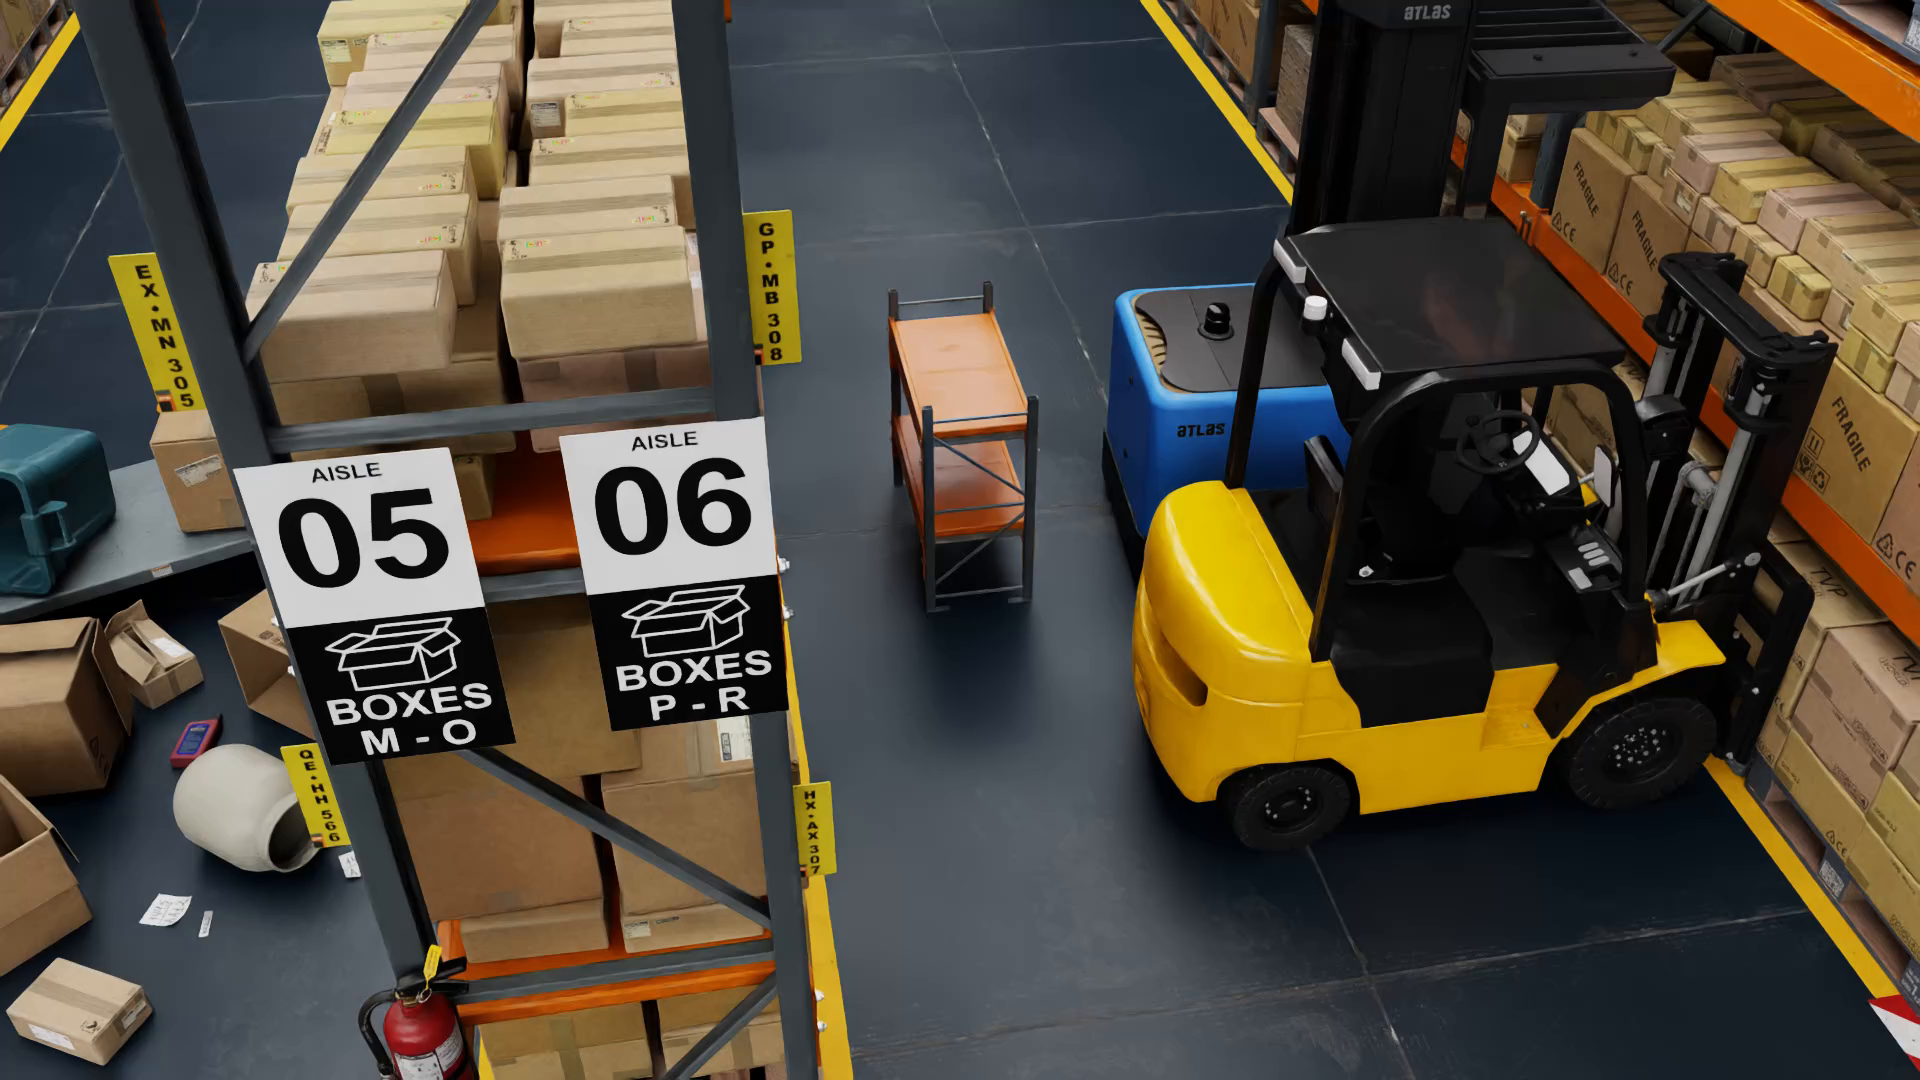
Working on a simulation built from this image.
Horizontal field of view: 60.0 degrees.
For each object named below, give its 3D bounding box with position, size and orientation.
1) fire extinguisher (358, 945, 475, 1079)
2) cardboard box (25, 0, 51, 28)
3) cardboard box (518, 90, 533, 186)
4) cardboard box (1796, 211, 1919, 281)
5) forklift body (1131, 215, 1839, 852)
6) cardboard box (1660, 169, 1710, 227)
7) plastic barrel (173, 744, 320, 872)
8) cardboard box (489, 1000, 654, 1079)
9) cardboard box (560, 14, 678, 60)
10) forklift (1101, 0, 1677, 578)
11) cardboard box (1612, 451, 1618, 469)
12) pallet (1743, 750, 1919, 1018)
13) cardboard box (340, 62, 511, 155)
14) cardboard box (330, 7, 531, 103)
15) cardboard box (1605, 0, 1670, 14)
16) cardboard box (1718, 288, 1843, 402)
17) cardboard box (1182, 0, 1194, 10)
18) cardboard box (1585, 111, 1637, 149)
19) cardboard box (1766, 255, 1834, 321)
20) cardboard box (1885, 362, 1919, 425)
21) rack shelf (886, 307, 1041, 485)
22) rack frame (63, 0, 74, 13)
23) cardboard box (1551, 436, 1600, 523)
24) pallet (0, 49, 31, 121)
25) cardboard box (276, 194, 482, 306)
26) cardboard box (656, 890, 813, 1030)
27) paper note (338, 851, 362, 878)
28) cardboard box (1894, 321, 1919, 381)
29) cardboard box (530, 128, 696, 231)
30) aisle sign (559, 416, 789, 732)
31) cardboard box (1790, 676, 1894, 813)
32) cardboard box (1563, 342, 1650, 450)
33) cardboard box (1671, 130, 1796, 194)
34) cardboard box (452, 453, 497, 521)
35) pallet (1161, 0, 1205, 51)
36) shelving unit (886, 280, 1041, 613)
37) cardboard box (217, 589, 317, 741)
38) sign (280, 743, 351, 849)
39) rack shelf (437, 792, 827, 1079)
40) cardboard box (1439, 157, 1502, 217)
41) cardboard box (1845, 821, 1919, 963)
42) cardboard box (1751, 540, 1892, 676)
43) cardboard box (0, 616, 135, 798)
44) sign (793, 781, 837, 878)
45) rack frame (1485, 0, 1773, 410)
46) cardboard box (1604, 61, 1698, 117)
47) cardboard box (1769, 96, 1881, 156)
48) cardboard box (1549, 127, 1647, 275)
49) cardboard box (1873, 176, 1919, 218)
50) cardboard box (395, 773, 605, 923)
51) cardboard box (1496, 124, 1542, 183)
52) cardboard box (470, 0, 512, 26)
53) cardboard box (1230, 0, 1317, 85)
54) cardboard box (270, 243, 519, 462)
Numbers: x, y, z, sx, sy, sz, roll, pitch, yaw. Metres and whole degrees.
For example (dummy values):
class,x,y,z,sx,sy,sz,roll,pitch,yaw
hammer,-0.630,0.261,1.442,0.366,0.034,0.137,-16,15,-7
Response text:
class,x,y,z,sx,sy,sz,roll,pitch,yaw
fire extinguisher,-1.327,1.263,4.142,0.296,0.674,0.183,-6,38,-8
cardboard box,-7.476,-4.299,12.934,0.500,0.500,0.500,-7,38,-9
cardboard box,-0.913,-1.076,4.525,0.500,0.250,0.500,-5,38,-7
cardboard box,3.420,-1.109,6.279,0.380,0.149,0.250,-6,38,-8
forklift body,1.864,-0.036,6.443,2.313,2.155,1.214,-6,38,-8
cardboard box,3.178,-1.445,6.955,0.380,0.149,0.250,-5,38,-7
plastic barrel,-2.746,1.047,6.458,0.512,0.421,0.421,19,42,23
cardboard box,-1.305,1.560,5.596,0.500,0.250,0.500,-6,38,-8
cardboard box,-0.872,-1.297,4.484,0.380,0.149,0.250,-5,38,-7
forklift,2.276,-1.311,7.448,3.031,2.935,1.130,-4,38,-5
cardboard box,3.239,-0.181,7.430,0.500,0.250,0.500,-7,38,-8
pallet,3.817,1.221,6.405,1.003,0.211,1.213,-6,38,-8
cardboard box,-1.344,-1.078,4.203,0.380,0.149,0.250,-6,38,-8
cardboard box,-1.522,-1.331,4.852,0.500,0.250,0.500,-6,38,-8
cardboard box,3.402,-2.688,8.555,0.380,0.149,0.250,-6,38,-8
cardboard box,3.377,-0.657,6.469,0.500,0.500,0.500,-6,38,-8
cardboard box,2.023,-4.596,13.316,0.500,0.500,0.500,-8,38,-10
cardboard box,3.088,-1.913,7.557,0.380,0.149,0.250,-7,38,-9
cardboard box,3.339,-0.977,6.352,0.380,0.149,0.250,-7,38,-9
cardboard box,3.471,-0.519,5.762,0.380,0.149,0.250,-7,38,-9
rack shelf,-0.001,-0.679,7.631,0.538,0.278,1.000,-6,38,-8
rack frame,-7.853,-5.541,12.837,1.000,3.000,0.127,-6,38,-8
cardboard box,3.154,-0.285,7.971,0.500,0.250,0.500,-7,38,-9
pallet,-7.498,-3.231,12.137,1.003,0.211,1.213,-6,38,-8
cardboard box,-1.251,-0.619,3.611,0.380,0.149,0.250,-6,38,-7
cardboard box,-0.768,1.206,5.440,0.500,0.500,0.500,-7,38,-9
paper note,-2.346,1.254,6.510,0.142,0.019,0.148,-20,42,-23
cardboard box,3.450,-0.634,5.668,0.380,0.149,0.250,-5,38,-7
cardboard box,-0.798,-0.831,3.885,0.380,0.149,0.250,-6,38,-8
aisle sign,-0.578,0.091,3.468,0.394,0.787,0.004,-6,38,-8
cardboard box,3.522,0.736,6.249,0.500,0.250,0.500,-7,38,-8
cardboard box,3.147,-0.677,7.661,0.500,0.250,0.500,-6,38,-8
cardboard box,3.187,-1.559,6.859,0.380,0.149,0.250,-5,38,-7
cardboard box,-1.232,-0.157,3.667,0.380,0.149,0.250,-6,38,-8
pallet,2.286,-4.343,13.569,1.003,0.211,1.213,-6,38,-8
shelving unit,-0.001,-0.448,7.810,0.538,1.125,1.048,-6,38,-8
cardboard box,-2.747,0.478,7.126,0.500,0.500,0.500,19,42,23
sign,-1.444,0.579,3.758,0.100,0.325,0.005,-6,38,-8
rack shelf,-1.244,0.190,6.047,1.077,0.370,4.000,-6,38,-8
cardboard box,3.060,-1.850,9.679,0.875,0.625,0.625,-7,38,-8
cardboard box,3.599,1.248,5.998,0.500,0.250,0.500,-6,38,-8
cardboard box,3.411,0.247,6.471,0.500,0.250,0.500,-6,38,-7
cardboard box,-3.866,0.694,6.736,0.797,0.637,0.503,-6,38,-8
sign,-0.360,0.714,4.081,0.100,0.325,0.005,-6,38,-8
rack frame,3.291,-1.838,8.071,1.000,3.000,0.127,-6,38,-8
cardboard box,3.055,-2.027,7.461,0.380,0.149,0.250,-5,38,-7
cardboard box,3.707,-1.777,7.139,0.380,0.149,0.250,-7,38,-8
cardboard box,3.112,-1.582,7.659,0.500,0.500,0.500,-7,38,-9
cardboard box,3.837,-1.314,6.544,0.380,0.149,0.250,-7,38,-8
cardboard box,-1.260,0.659,4.533,0.500,0.500,0.500,-7,38,-9
cardboard box,2.945,-2.055,8.473,0.500,0.250,0.500,-5,38,-7
cardboard box,-1.507,-1.547,4.806,0.380,0.149,0.250,-6,38,-7
cardboard box,2.304,-3.665,12.118,0.500,0.500,0.500,-5,38,-7
cardboard box,-1.249,-0.409,3.666,0.500,0.250,0.500,-7,38,-9
